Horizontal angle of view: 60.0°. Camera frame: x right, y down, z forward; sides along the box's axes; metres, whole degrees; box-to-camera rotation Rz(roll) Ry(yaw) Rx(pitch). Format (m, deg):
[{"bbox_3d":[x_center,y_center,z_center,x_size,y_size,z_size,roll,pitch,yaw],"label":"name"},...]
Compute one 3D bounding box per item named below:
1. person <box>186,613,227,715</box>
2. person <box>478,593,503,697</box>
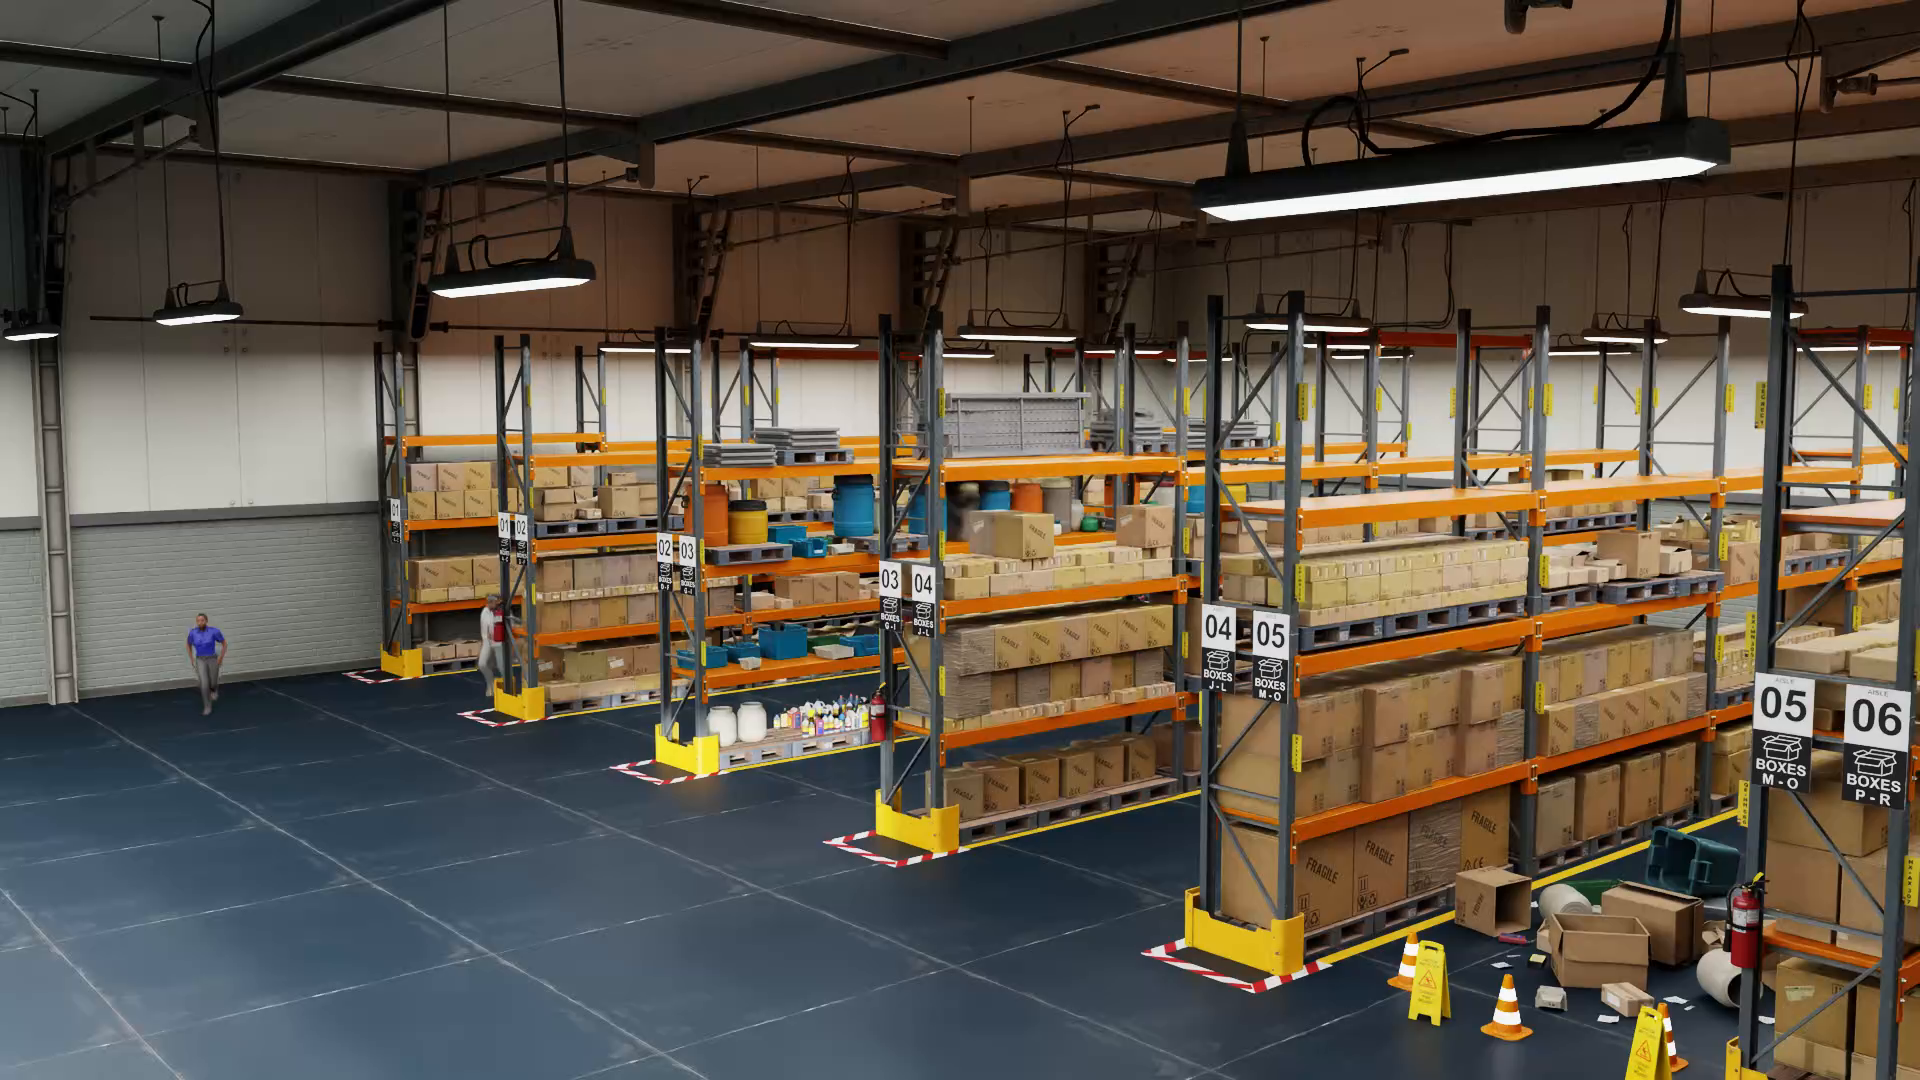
[{"bbox_3d":[-12.034,1.974,26.601,0.605,1.632,0.606,-1,5,-13],"label":"person"},{"bbox_3d":[-7.830,1.766,28.001,0.605,1.805,0.835,1,5,12],"label":"person"}]
